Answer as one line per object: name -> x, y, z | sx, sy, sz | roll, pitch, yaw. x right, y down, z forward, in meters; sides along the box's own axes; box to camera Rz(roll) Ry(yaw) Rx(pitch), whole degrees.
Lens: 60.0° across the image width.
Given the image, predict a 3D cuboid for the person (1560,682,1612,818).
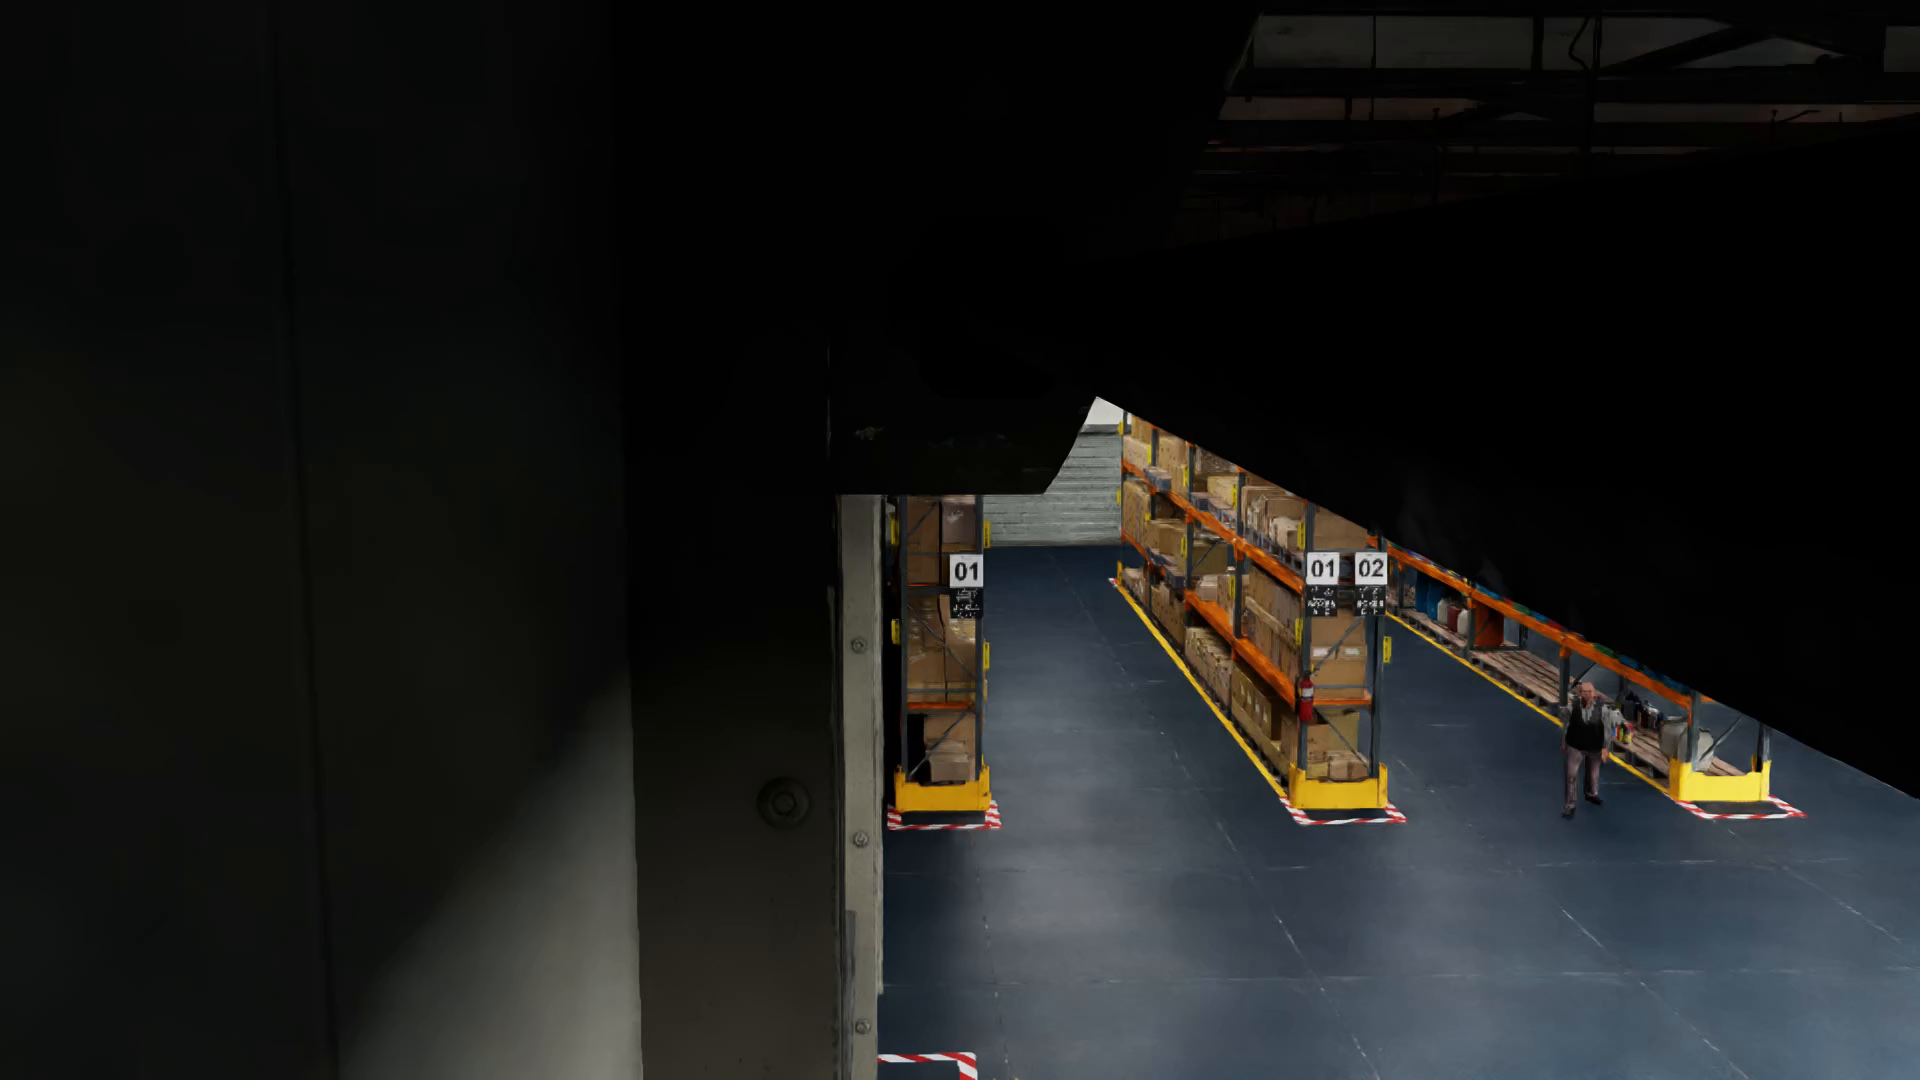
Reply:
person -> 7.651, 2.532, 20.341 | 0.574, 1.666, 0.960 | 3, 9, 19
